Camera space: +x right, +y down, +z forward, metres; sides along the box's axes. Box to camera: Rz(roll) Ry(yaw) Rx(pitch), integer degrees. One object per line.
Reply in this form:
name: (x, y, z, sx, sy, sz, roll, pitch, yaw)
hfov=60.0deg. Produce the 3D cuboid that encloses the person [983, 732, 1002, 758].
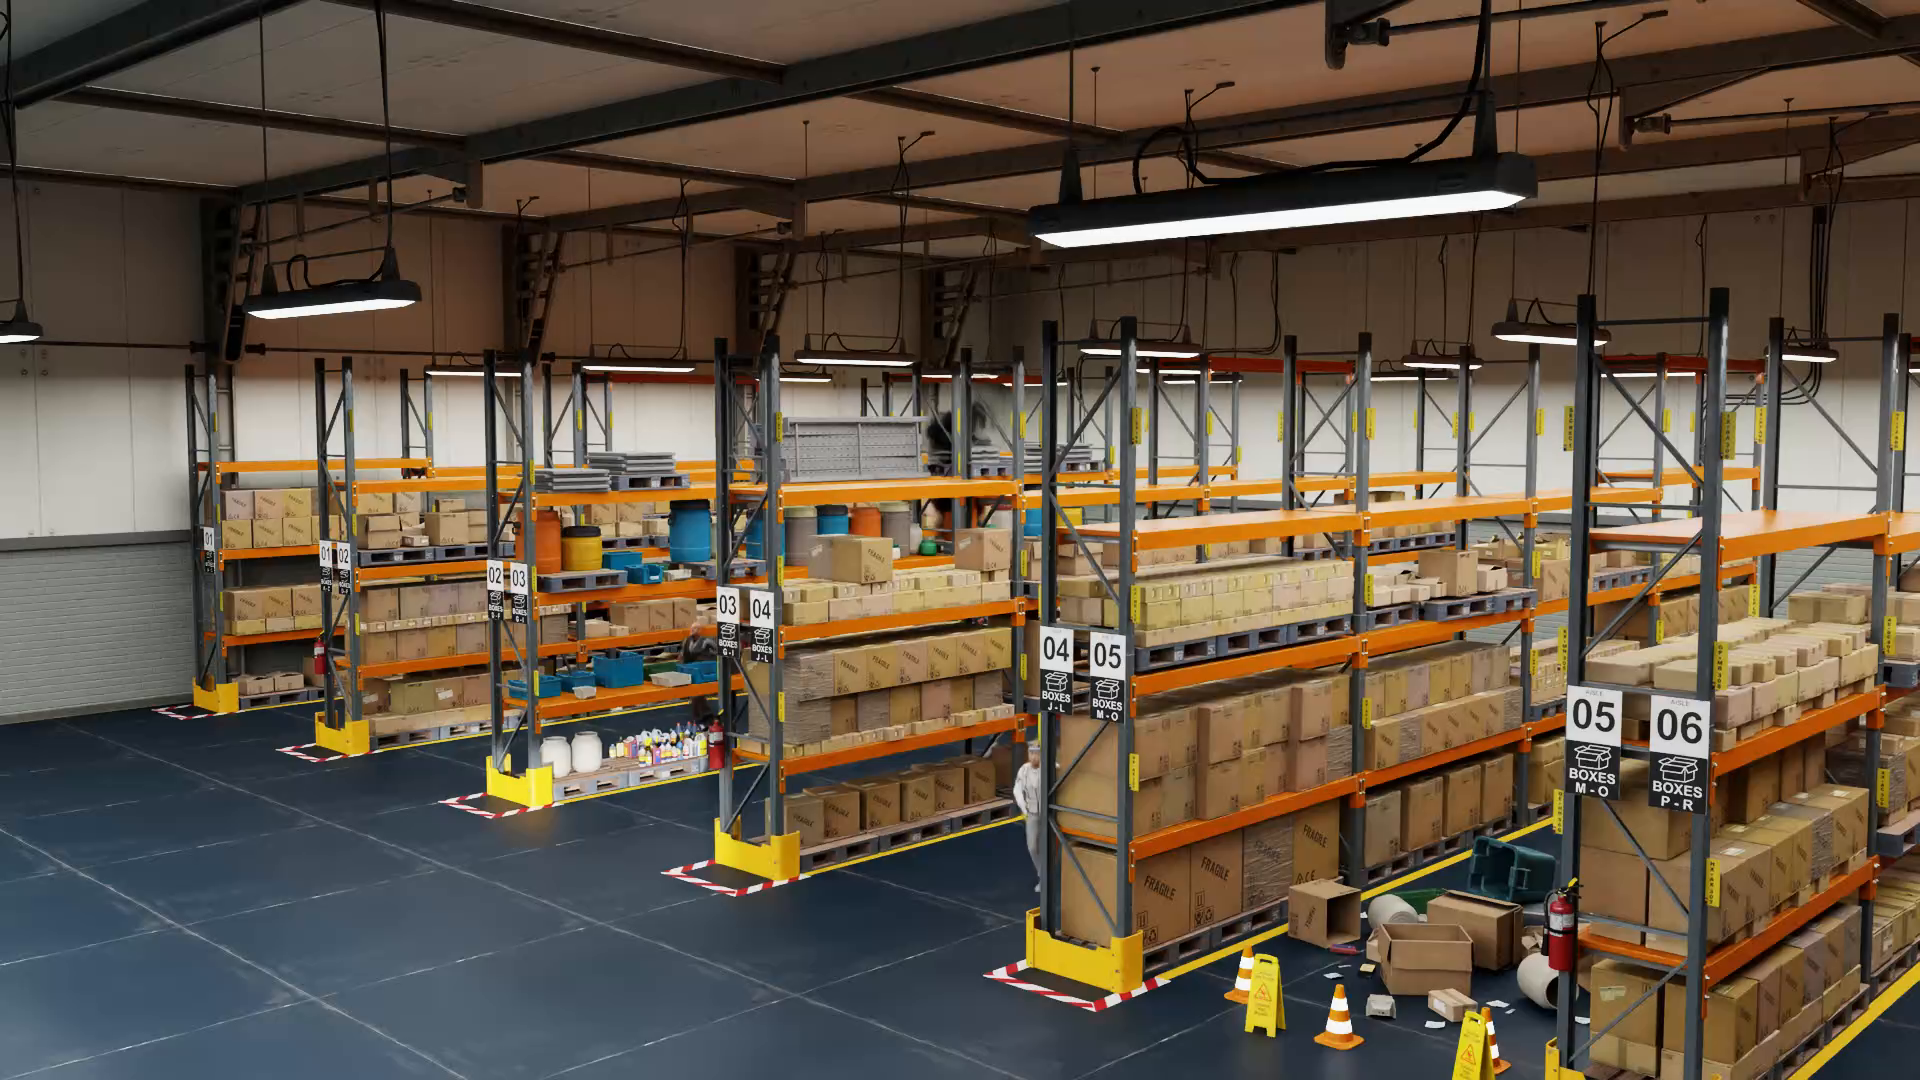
person: (0.660, 2.348, 25.192, 0.707, 1.773, 1.032, 4, 6, 39)

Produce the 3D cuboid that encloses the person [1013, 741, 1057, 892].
person: (0.903, 2.977, 18.153, 0.648, 1.654, 0.661, 2, 5, 20)

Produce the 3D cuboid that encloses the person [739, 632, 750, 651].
person: (-4.317, 1.767, 33.299, 0.857, 1.719, 0.562, -4, 6, -45)

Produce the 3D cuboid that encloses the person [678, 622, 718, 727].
person: (-4.302, 2.223, 27.238, 0.640, 1.768, 0.791, 3, 5, 32)
